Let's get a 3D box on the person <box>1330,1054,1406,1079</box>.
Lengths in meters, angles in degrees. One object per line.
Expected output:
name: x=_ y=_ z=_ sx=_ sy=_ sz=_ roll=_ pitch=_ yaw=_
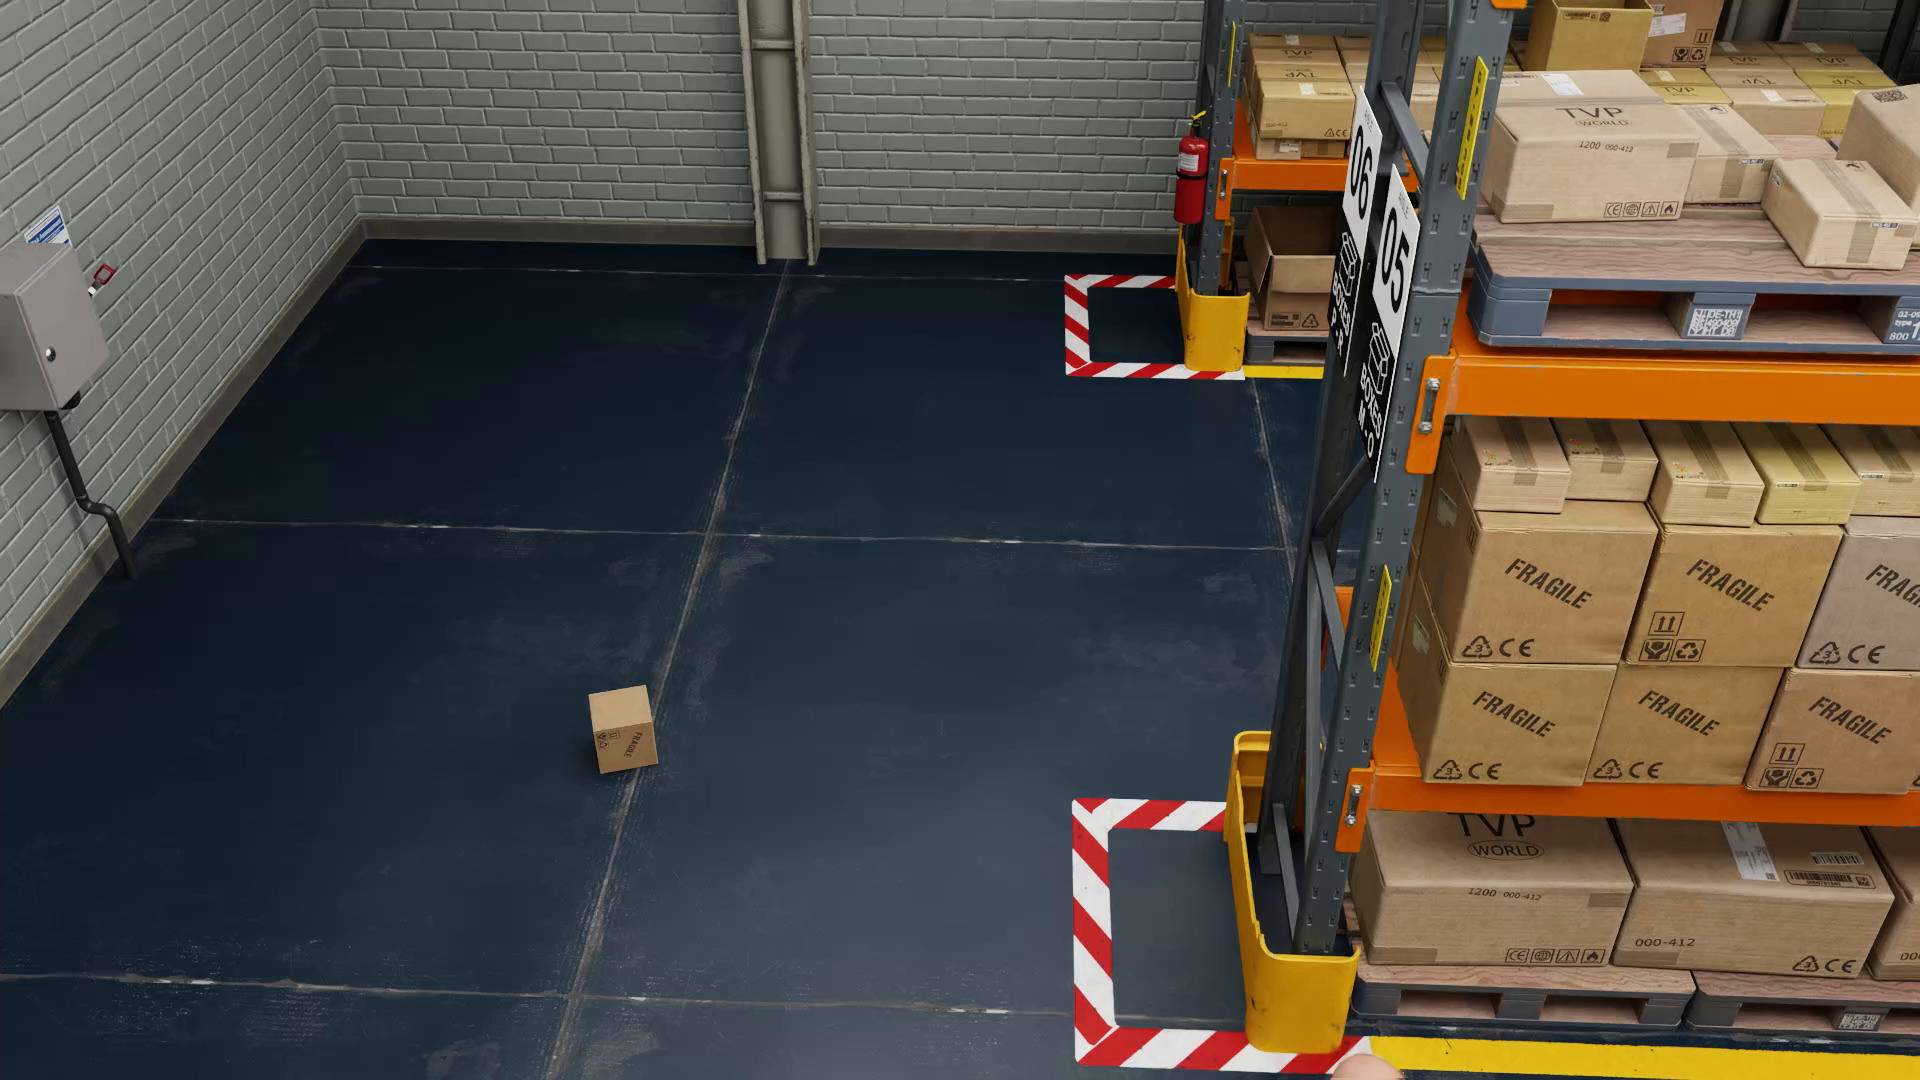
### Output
person: x=0.987 y=1.948 z=4.397 sx=0.523 sy=1.685 sz=0.967 roll=-26 pitch=43 yaw=-31
